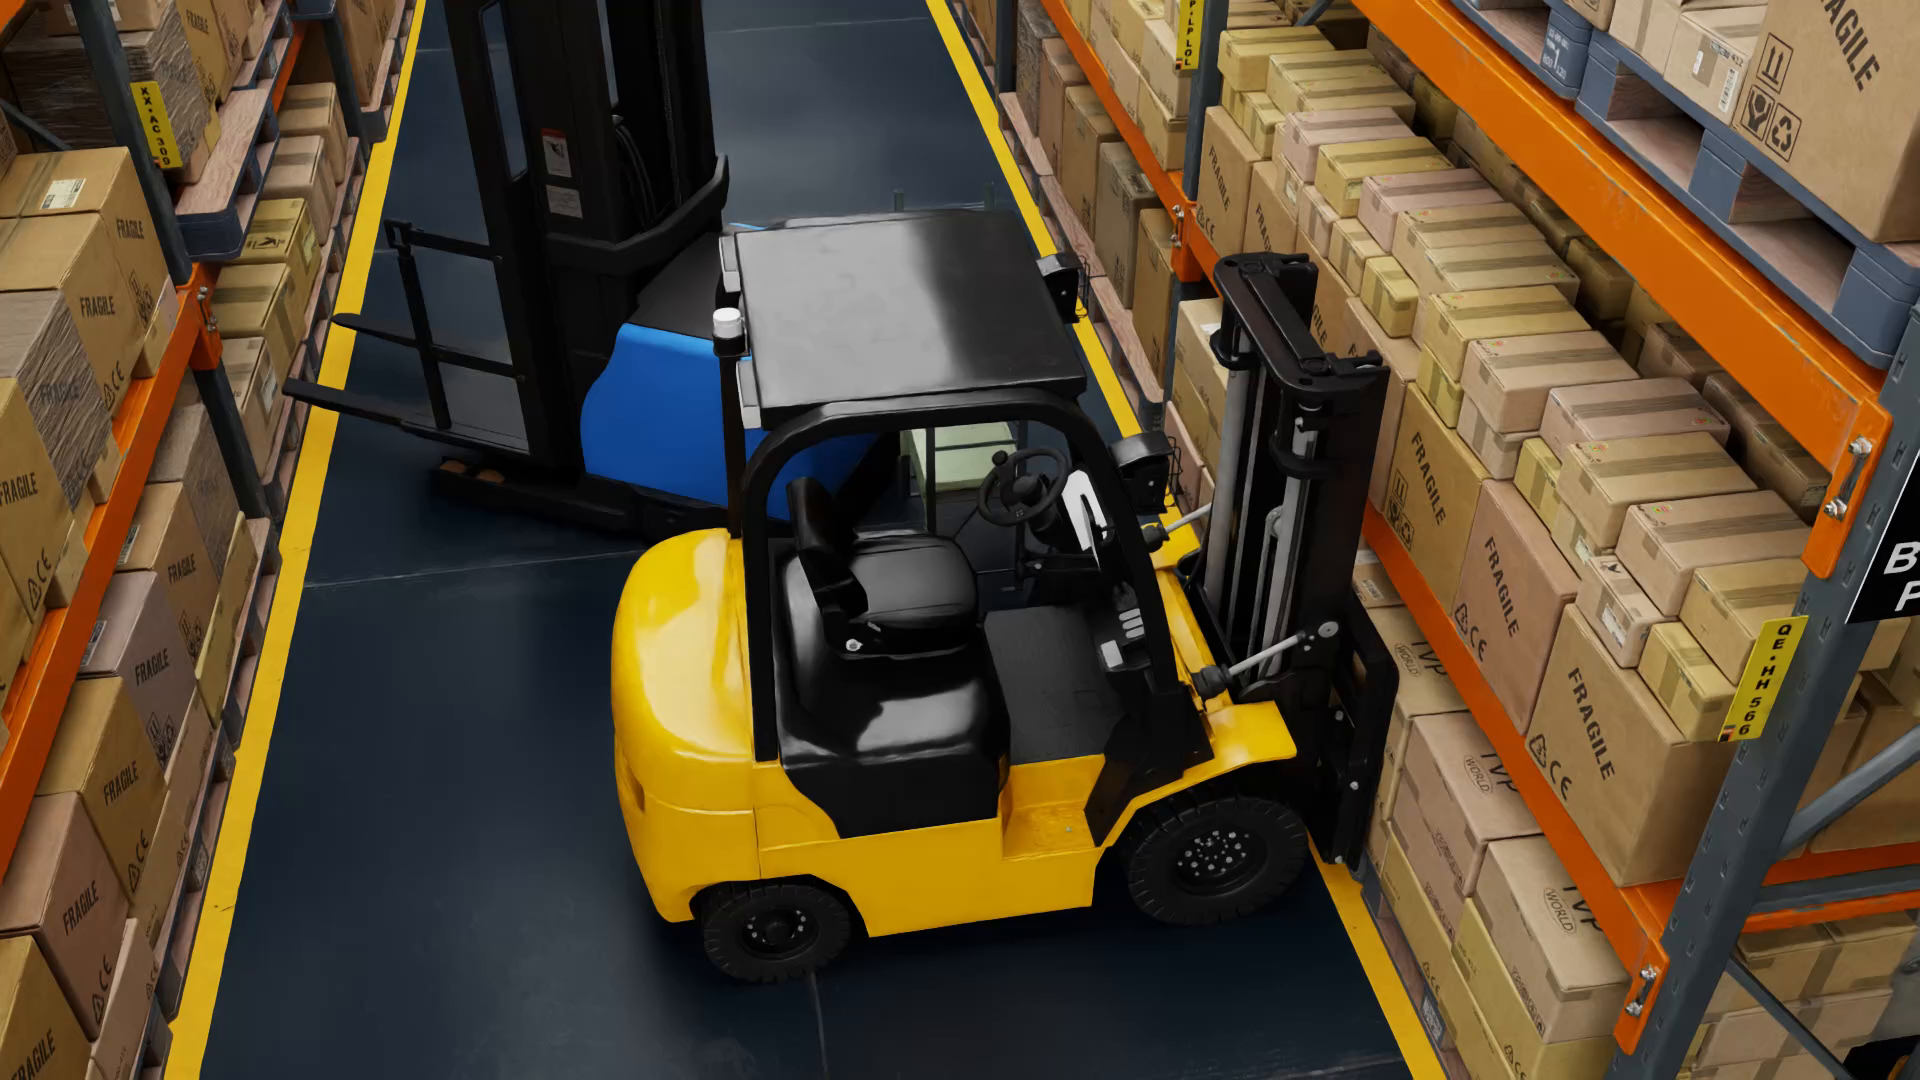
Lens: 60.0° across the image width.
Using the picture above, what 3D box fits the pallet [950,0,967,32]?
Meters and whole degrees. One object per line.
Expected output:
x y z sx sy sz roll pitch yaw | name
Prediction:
0.428 -4.140 12.408 1.003 0.211 1.213 -6 38 -8 | pallet

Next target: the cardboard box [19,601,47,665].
-2.832 0.242 4.698 0.380 0.149 0.250 -7 38 -9 | cardboard box

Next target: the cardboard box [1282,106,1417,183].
1.330 -1.356 5.698 0.380 0.149 0.250 -5 38 -7 | cardboard box

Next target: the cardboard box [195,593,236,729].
-2.981 0.470 6.100 0.500 0.250 0.500 -7 38 -9 | cardboard box

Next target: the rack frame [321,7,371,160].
-4.154 -3.515 9.330 1.000 3.000 0.127 -6 38 -8 | rack frame

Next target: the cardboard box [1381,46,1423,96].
1.790 -1.732 6.182 0.380 0.149 0.250 -7 38 -9 | cardboard box

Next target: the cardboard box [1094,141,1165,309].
1.203 -1.647 8.518 0.875 0.625 0.625 -7 38 -8 | cardboard box

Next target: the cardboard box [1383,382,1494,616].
1.618 -0.152 4.919 0.500 0.500 0.500 -7 38 -9 | cardboard box

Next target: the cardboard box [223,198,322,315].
-3.800 -1.398 8.403 0.950 0.372 0.625 -5 38 -6 | cardboard box

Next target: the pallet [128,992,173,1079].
-2.872 1.878 4.661 1.003 0.211 1.213 -6 38 -8 | pallet

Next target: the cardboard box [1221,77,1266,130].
1.231 -1.710 6.396 0.380 0.149 0.250 -7 38 -9 | cardboard box

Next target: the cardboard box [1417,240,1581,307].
1.590 -0.752 4.920 0.380 0.149 0.250 -6 38 -7 | cardboard box

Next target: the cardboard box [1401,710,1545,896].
1.652 0.753 4.919 0.500 0.250 0.500 -6 38 -7 | cardboard box

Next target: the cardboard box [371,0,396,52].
-4.345 -3.807 11.095 0.875 0.875 0.875 -6 38 -7 | cardboard box

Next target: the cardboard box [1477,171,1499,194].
1.895 -1.144 5.667 0.380 0.149 0.250 -5 38 -6 | cardboard box

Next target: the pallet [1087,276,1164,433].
1.266 -0.975 8.333 1.003 0.211 1.213 -6 38 -8 | pallet

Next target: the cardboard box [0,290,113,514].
-2.937 -0.391 4.985 0.500 0.500 0.500 -5 38 -7 | cardboard box

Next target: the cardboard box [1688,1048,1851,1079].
2.242 1.383 4.924 0.500 0.250 0.500 -6 38 -8 | cardboard box

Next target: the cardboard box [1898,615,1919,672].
2.287 0.142 3.770 0.380 0.149 0.250 -7 38 -9 | cardboard box

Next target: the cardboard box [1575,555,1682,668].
1.724 0.155 3.996 0.380 0.149 0.250 -6 38 -7 | cardboard box

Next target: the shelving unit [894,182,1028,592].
0.001 -0.588 6.785 0.431 1.500 0.755 -6 38 -8 | shelving unit

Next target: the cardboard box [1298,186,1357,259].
1.366 -1.084 5.590 0.380 0.149 0.250 -7 38 -8 | cardboard box

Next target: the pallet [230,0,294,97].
-3.766 -2.248 7.855 1.003 0.211 1.213 -6 38 -8 | pallet

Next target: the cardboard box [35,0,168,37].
-3.187 -2.000 6.185 0.380 0.149 0.250 -6 38 -8 | cardboard box

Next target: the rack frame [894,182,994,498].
-0.063 -0.809 7.069 0.400 1.500 0.023 -6 38 -8 | rack frame

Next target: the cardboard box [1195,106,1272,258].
1.255 -1.379 6.498 0.500 0.500 0.500 -7 38 -9 | cardboard box

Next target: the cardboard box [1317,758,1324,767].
1.472 0.535 6.015 0.500 0.250 0.500 -5 38 -7 | cardboard box

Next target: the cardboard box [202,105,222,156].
-3.273 -1.685 6.837 0.380 0.149 0.250 -5 38 -7 | cardboard box

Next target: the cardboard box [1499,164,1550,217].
1.980 -1.111 5.383 0.380 0.149 0.250 -7 38 -8 | cardboard box

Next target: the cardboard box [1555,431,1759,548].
1.718 -0.127 4.116 0.380 0.149 0.250 -5 38 -7 | cardboard box

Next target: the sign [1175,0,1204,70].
0.901 -1.997 6.496 0.100 0.325 0.005 -6 38 -8 | sign

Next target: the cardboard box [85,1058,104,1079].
-2.620 1.720 4.490 0.500 0.250 0.500 -7 38 -8 | cardboard box

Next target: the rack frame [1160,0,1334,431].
1.434 -1.635 6.910 1.000 3.000 0.127 -6 38 -8 | rack frame

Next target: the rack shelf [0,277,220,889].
-3.102 0.393 4.886 1.077 0.370 4.000 -6 38 -8 | rack shelf

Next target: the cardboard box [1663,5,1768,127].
1.691 -0.978 3.400 0.380 0.149 0.250 -7 38 -9 | cardboard box

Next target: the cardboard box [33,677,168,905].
-2.801 0.790 5.076 0.500 0.500 0.500 -6 38 -7 | cardboard box

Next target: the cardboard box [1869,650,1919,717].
2.331 0.252 3.870 0.380 0.149 0.250 -7 38 -9 | cardboard box

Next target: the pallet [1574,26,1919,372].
2.037 -0.799 3.460 1.003 0.211 1.213 -6 38 -8 | pallet

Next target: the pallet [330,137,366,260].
-4.018 -1.942 9.578 1.003 0.211 1.213 -6 38 -8 | pallet

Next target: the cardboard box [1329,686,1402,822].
1.553 0.629 5.487 0.500 0.250 0.500 -7 38 -9 | cardboard box

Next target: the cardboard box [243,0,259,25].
-3.514 -2.648 7.547 0.500 0.500 0.500 -8 39 -10 | cardboard box

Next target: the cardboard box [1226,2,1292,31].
1.155 -2.113 6.915 0.380 0.149 0.250 -5 38 -6 | cardboard box

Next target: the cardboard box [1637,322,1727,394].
2.114 -0.485 4.577 0.380 0.149 0.250 -5 38 -7 | cardboard box

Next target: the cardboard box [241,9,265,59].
-3.439 -2.324 7.659 0.380 0.149 0.250 -5 38 -6 | cardboard box

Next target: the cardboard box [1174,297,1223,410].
1.210 -0.784 6.898 0.500 0.250 0.500 -7 38 -9 | cardboard box

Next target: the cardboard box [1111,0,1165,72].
0.999 -2.353 7.548 0.500 0.250 0.500 -7 38 -9 | cardboard box

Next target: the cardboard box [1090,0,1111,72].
0.937 -2.459 8.092 0.500 0.250 0.500 -6 38 -8 | cardboard box

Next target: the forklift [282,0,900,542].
-1.838 -1.593 6.912 3.031 2.935 1.130 13 40 17 | forklift

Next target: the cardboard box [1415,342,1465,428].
1.550 -0.466 4.795 0.380 0.149 0.250 -6 38 -8 | cardboard box

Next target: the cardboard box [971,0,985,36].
0.369 -3.766 11.347 0.500 0.500 0.500 -7 38 -9 | cardboard box
